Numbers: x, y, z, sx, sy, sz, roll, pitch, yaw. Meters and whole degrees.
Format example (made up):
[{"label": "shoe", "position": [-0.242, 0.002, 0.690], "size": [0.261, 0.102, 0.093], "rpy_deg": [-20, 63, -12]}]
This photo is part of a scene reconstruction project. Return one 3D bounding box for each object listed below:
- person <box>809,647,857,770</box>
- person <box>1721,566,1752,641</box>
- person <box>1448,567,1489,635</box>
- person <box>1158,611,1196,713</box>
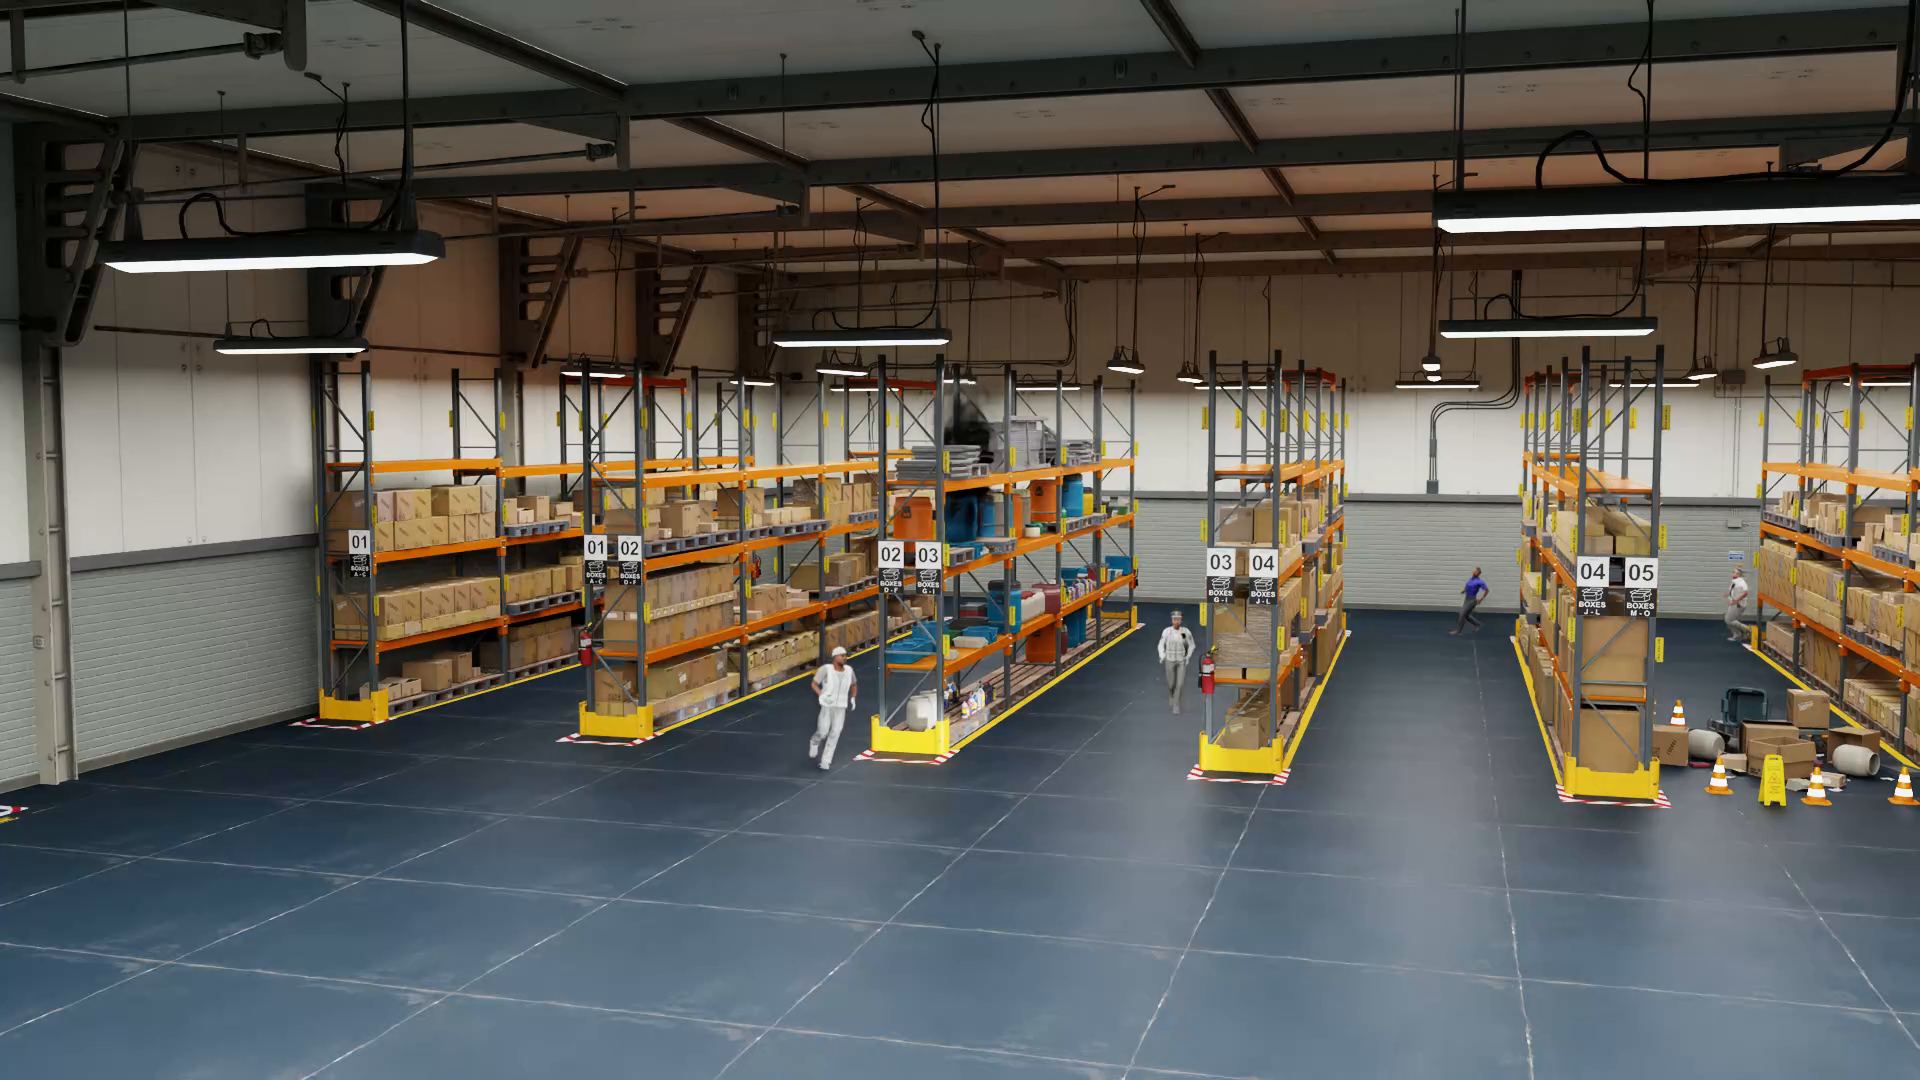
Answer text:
[{"label": "person", "position": [-1.808, 2.423, 24.242], "size": [0.729, 1.740, 0.743], "rpy_deg": [-2, 4, -23]}, {"label": "person", "position": [17.646, 1.447, 37.764], "size": [0.643, 1.726, 0.705], "rpy_deg": [2, 4, 21]}, {"label": "person", "position": [11.828, 1.443, 38.600], "size": [0.879, 1.556, 0.635], "rpy_deg": [-1, 4, -10]}, {"label": "person", "position": [3.525, 1.965, 27.050], "size": [0.603, 1.654, 0.506], "rpy_deg": [1, 4, 9]}]
